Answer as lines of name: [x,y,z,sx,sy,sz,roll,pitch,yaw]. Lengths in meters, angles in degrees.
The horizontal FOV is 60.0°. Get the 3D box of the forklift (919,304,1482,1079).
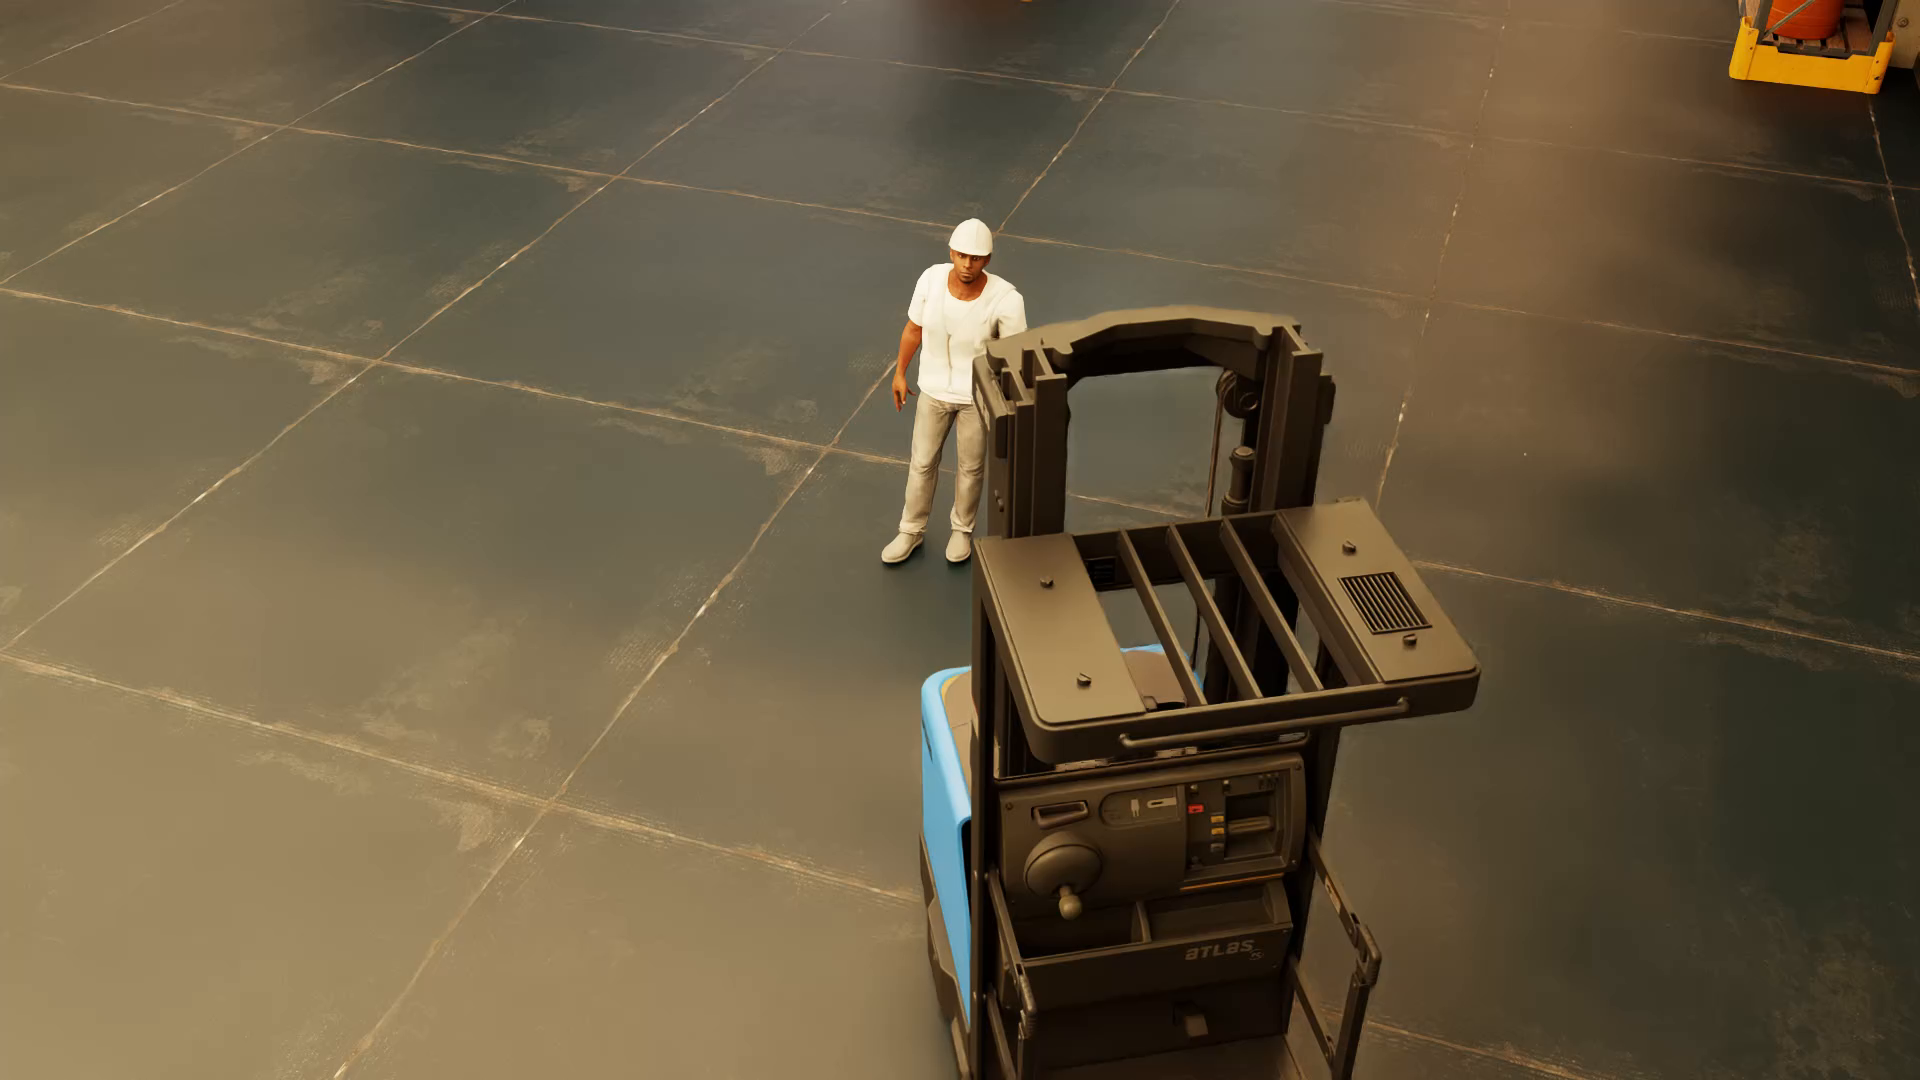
forklift: [0.622,0.947,4.775,1.130,2.935,3.031,-6,36,-9]

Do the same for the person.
person: [-0.029,-0.690,8.078,0.666,1.765,0.577,12,37,16]
